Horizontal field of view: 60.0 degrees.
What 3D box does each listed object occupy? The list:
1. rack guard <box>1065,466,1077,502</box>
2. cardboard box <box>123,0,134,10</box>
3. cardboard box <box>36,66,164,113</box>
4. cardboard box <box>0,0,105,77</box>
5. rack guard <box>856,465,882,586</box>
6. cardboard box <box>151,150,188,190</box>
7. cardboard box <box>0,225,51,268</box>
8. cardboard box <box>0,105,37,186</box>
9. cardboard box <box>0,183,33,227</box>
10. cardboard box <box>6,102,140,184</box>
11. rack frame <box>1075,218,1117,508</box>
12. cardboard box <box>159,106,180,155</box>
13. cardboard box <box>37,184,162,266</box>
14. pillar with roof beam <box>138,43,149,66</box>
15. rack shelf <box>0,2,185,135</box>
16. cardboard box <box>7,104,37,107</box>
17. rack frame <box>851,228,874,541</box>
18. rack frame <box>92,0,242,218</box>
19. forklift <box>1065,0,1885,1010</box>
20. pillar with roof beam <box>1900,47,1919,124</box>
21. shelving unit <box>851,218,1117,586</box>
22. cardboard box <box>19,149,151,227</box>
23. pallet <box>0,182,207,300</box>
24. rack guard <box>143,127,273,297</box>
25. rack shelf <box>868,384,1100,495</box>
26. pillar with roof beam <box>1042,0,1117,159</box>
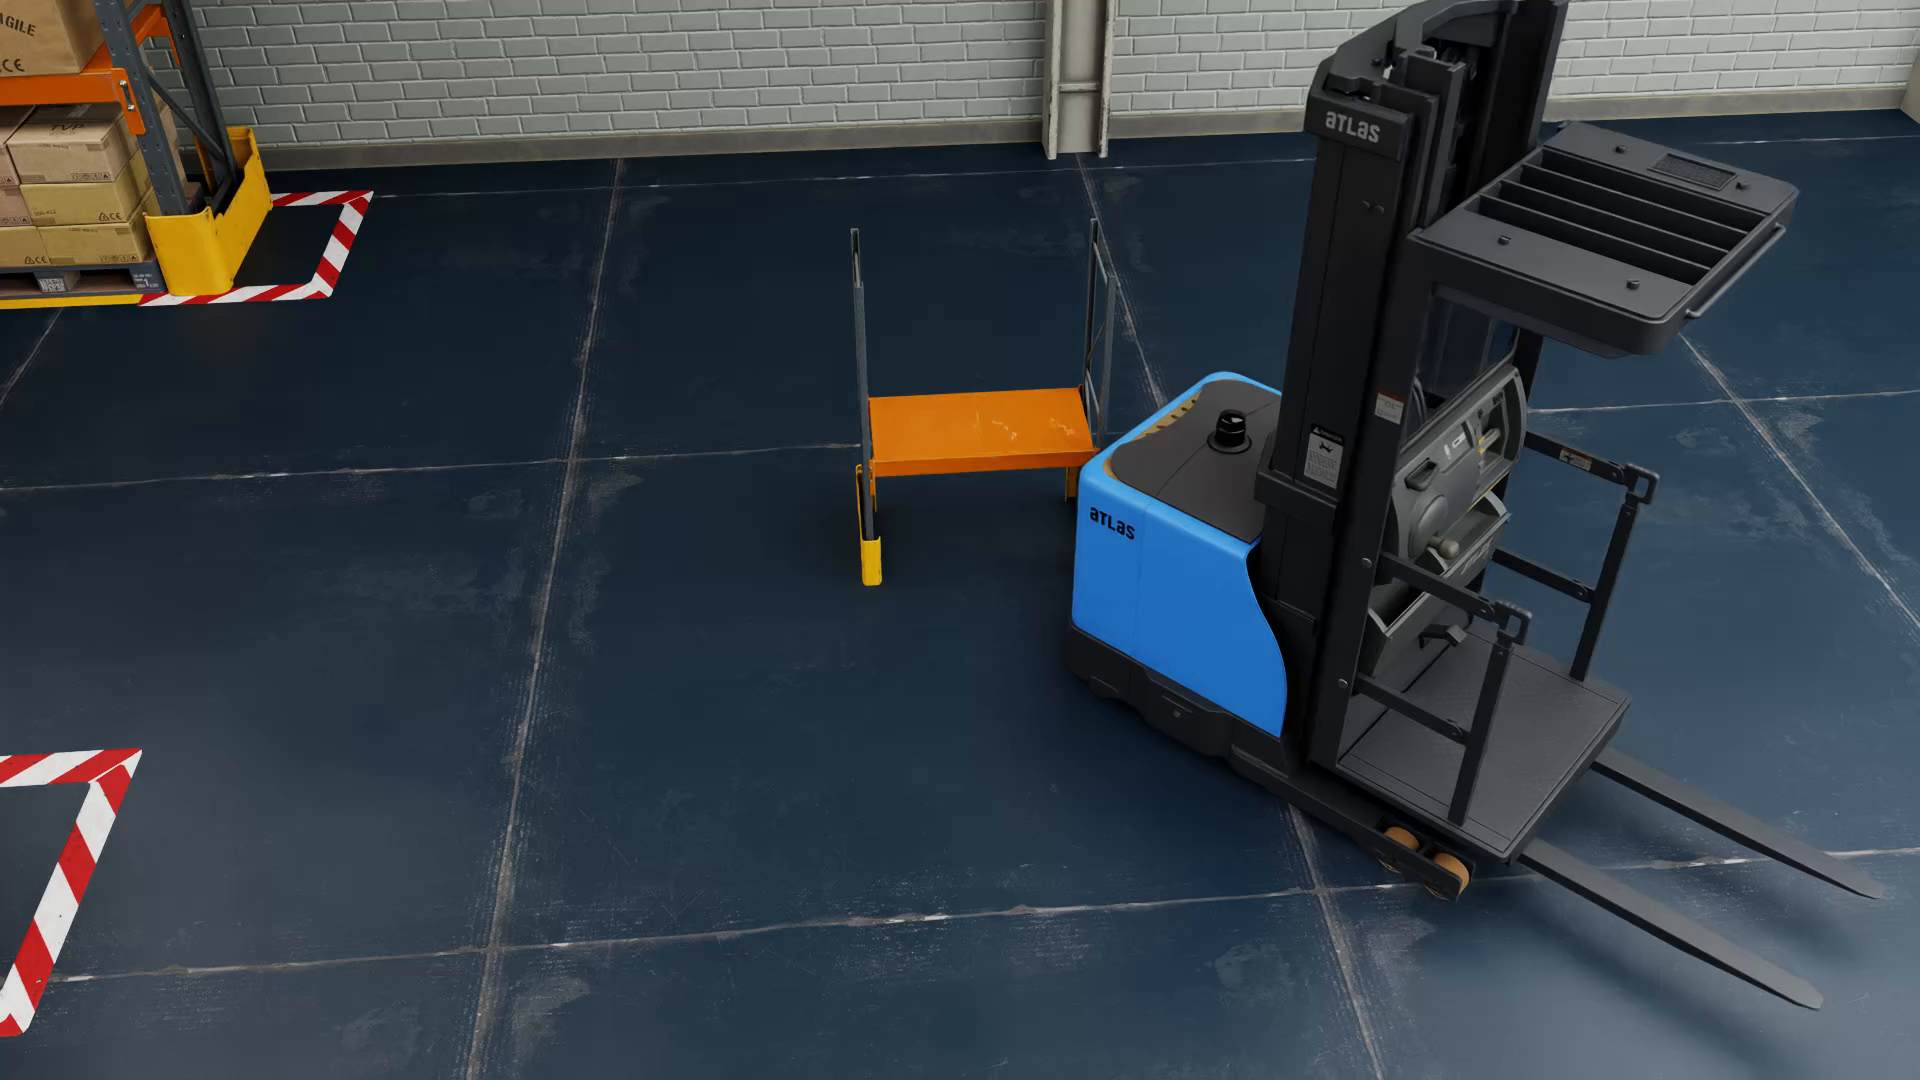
[{"bbox_3d":[0.572,-0.130,7.712,0.087,0.250,0.587,-3,38,-4],"label":"rack guard"},{"bbox_3d":[-4.963,-3.119,9.201,0.500,0.500,0.500,-2,38,-3],"label":"cardboard box"},{"bbox_3d":[-4.940,-2.504,9.576,0.500,0.250,0.500,-4,38,-5],"label":"cardboard box"},{"bbox_3d":[-4.912,-2.786,8.779,0.500,0.500,0.500,-4,38,-5],"label":"cardboard box"},{"bbox_3d":[-0.420,-0.075,7.643,0.087,0.250,0.587,-3,38,-4],"label":"rack guard"},{"bbox_3d":[-4.951,-2.115,9.890,0.500,0.250,0.500,-3,38,-4],"label":"cardboard box"},{"bbox_3d":[-5.381,-1.779,9.464,0.500,0.250,0.500,-3,38,-4],"label":"cardboard box"},{"bbox_3d":[-5.384,-2.164,9.145,0.500,0.250,0.500,-2,38,-3],"label":"cardboard box"},{"bbox_3d":[-5.402,-1.977,9.311,0.500,0.250,0.500,-3,38,-4],"label":"cardboard box"},{"bbox_3d":[-4.876,-2.196,9.185,0.500,0.250,0.500,-2,38,-2],"label":"cardboard box"},{"bbox_3d":[0.591,-0.621,7.327,0.032,1.500,0.500,-3,38,-4],"label":"rack frame"},{"bbox_3d":[-4.931,-2.320,9.746,0.500,0.250,0.500,-2,38,-3],"label":"cardboard box"},{"bbox_3d":[-4.885,-1.801,9.491,0.500,0.250,0.500,-3,38,-4],"label":"cardboard box"},{"bbox_3d":[-4.837,-3.153,4.481,0.400,9.000,9.100,-3,38,-4],"label":"pillar with roof beam"},{"bbox_3d":[-6.437,-2.544,9.133,4.000,0.370,1.077,-3,38,-4],"label":"rack shelf"},{"bbox_3d":[-5.438,-2.475,9.538,0.500,0.250,0.500,-3,38,-4],"label":"cardboard box"},{"bbox_3d":[-0.421,-0.566,7.256,0.032,1.500,0.500,-3,38,-4],"label":"rack frame"},{"bbox_3d":[-4.445,-2.936,9.049,0.127,3.000,1.000,-3,38,-4],"label":"rack frame"},{"bbox_3d":[1.886,-0.209,5.649,3.031,2.935,1.130,28,46,31],"label":"forklift"},{"bbox_3d":[7.116,-3.811,5.315,0.400,9.000,9.100,-3,38,-4],"label":"pillar with roof beam"},{"bbox_3d":[0.076,-0.593,7.291,1.083,1.500,0.587,-3,38,-4],"label":"shelving unit"},{"bbox_3d":[-4.902,-1.998,9.338,0.500,0.250,0.500,-4,38,-5],"label":"cardboard box"},{"bbox_3d":[-5.203,-1.773,9.827,1.213,0.211,1.003,-3,38,-4],"label":"pallet"},{"bbox_3d":[-4.421,-1.956,9.825,0.348,0.500,1.175,-3,38,-4],"label":"rack guard"},{"bbox_3d":[0.085,-0.452,7.403,1.000,0.185,0.538,-3,38,-4],"label":"rack shelf"},{"bbox_3d":[1.140,-3.482,4.898,0.400,9.000,9.100,-3,38,-4],"label":"pillar with roof beam"}]
